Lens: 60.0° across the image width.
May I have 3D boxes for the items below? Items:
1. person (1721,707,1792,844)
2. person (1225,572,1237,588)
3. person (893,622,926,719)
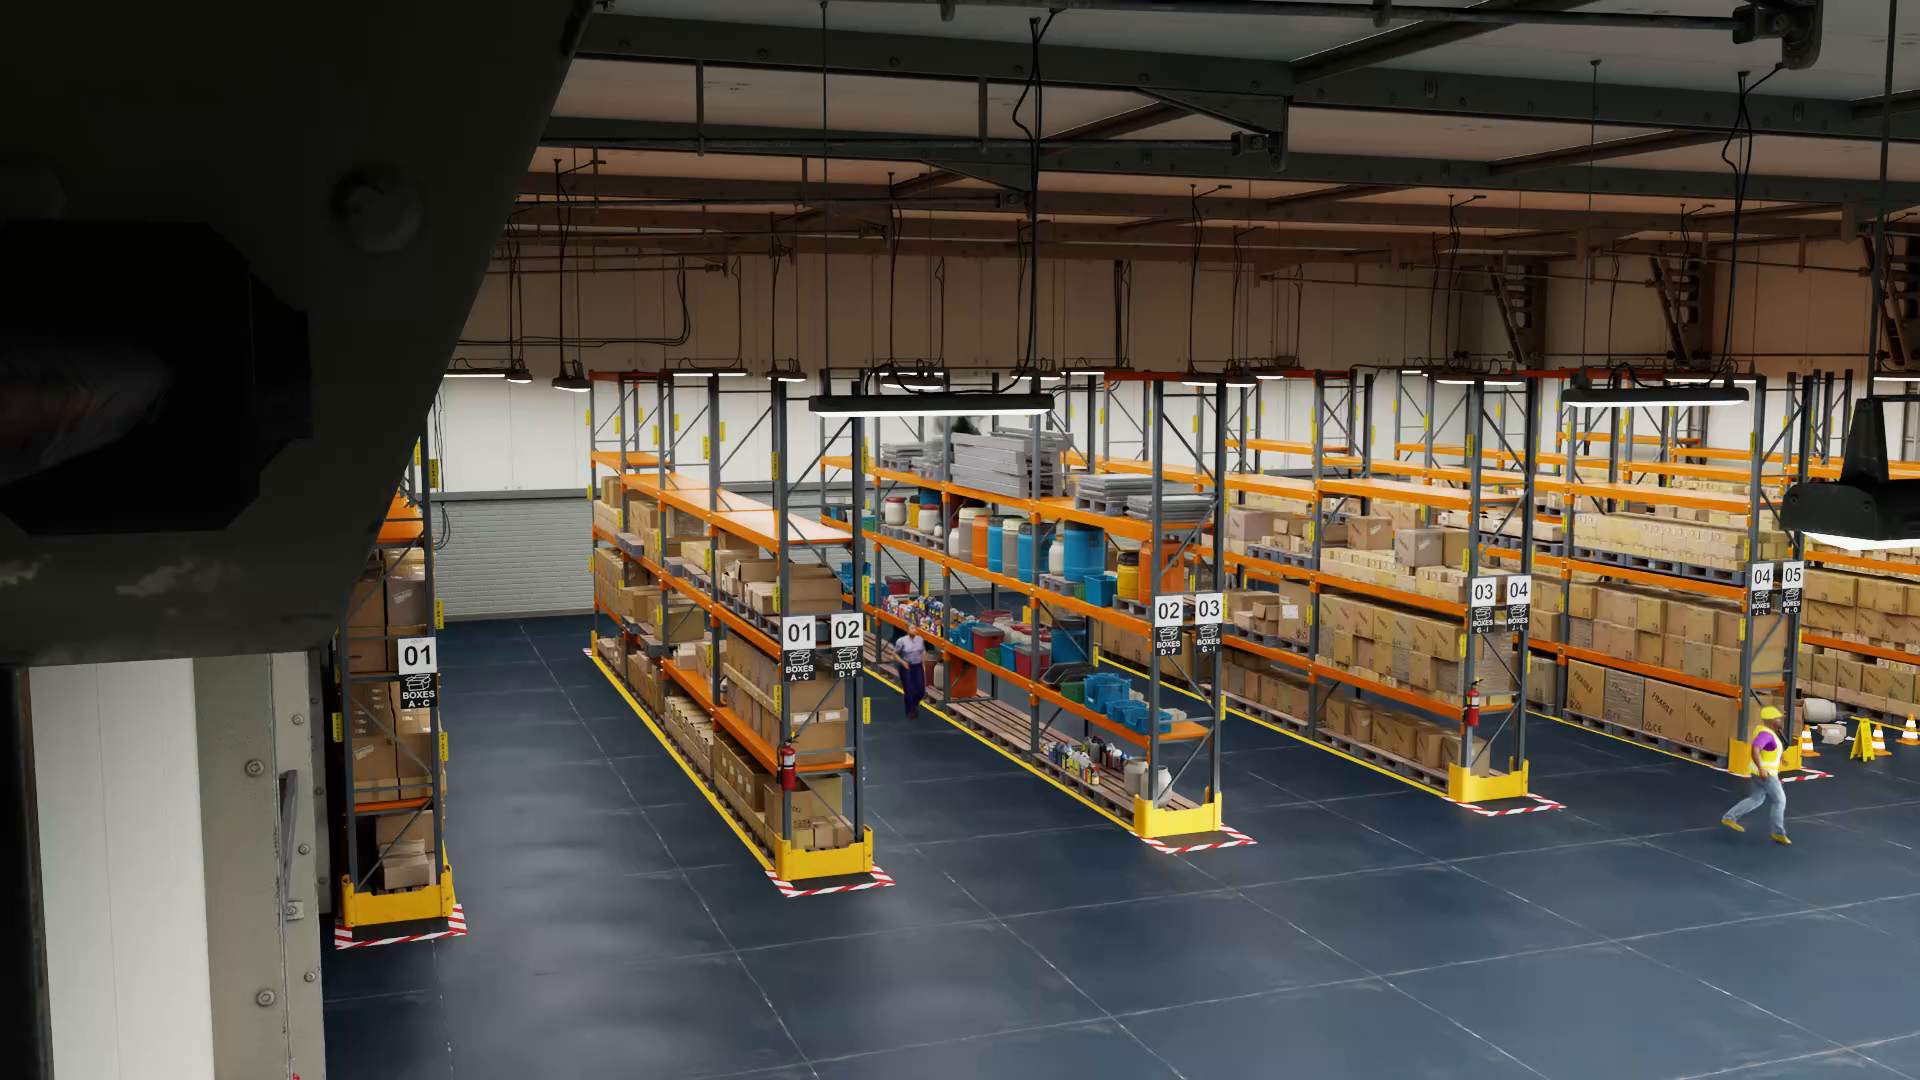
[{"bbox_3d":[10.432,3.071,21.657,0.879,1.827,0.711,1,7,13],"label":"person"},{"bbox_3d":[6.907,0.848,41.750,0.816,1.698,0.597,-2,7,-16],"label":"person"},{"bbox_3d":[-0.804,2.179,27.575,0.621,1.653,0.518,-3,7,-23],"label":"person"}]
